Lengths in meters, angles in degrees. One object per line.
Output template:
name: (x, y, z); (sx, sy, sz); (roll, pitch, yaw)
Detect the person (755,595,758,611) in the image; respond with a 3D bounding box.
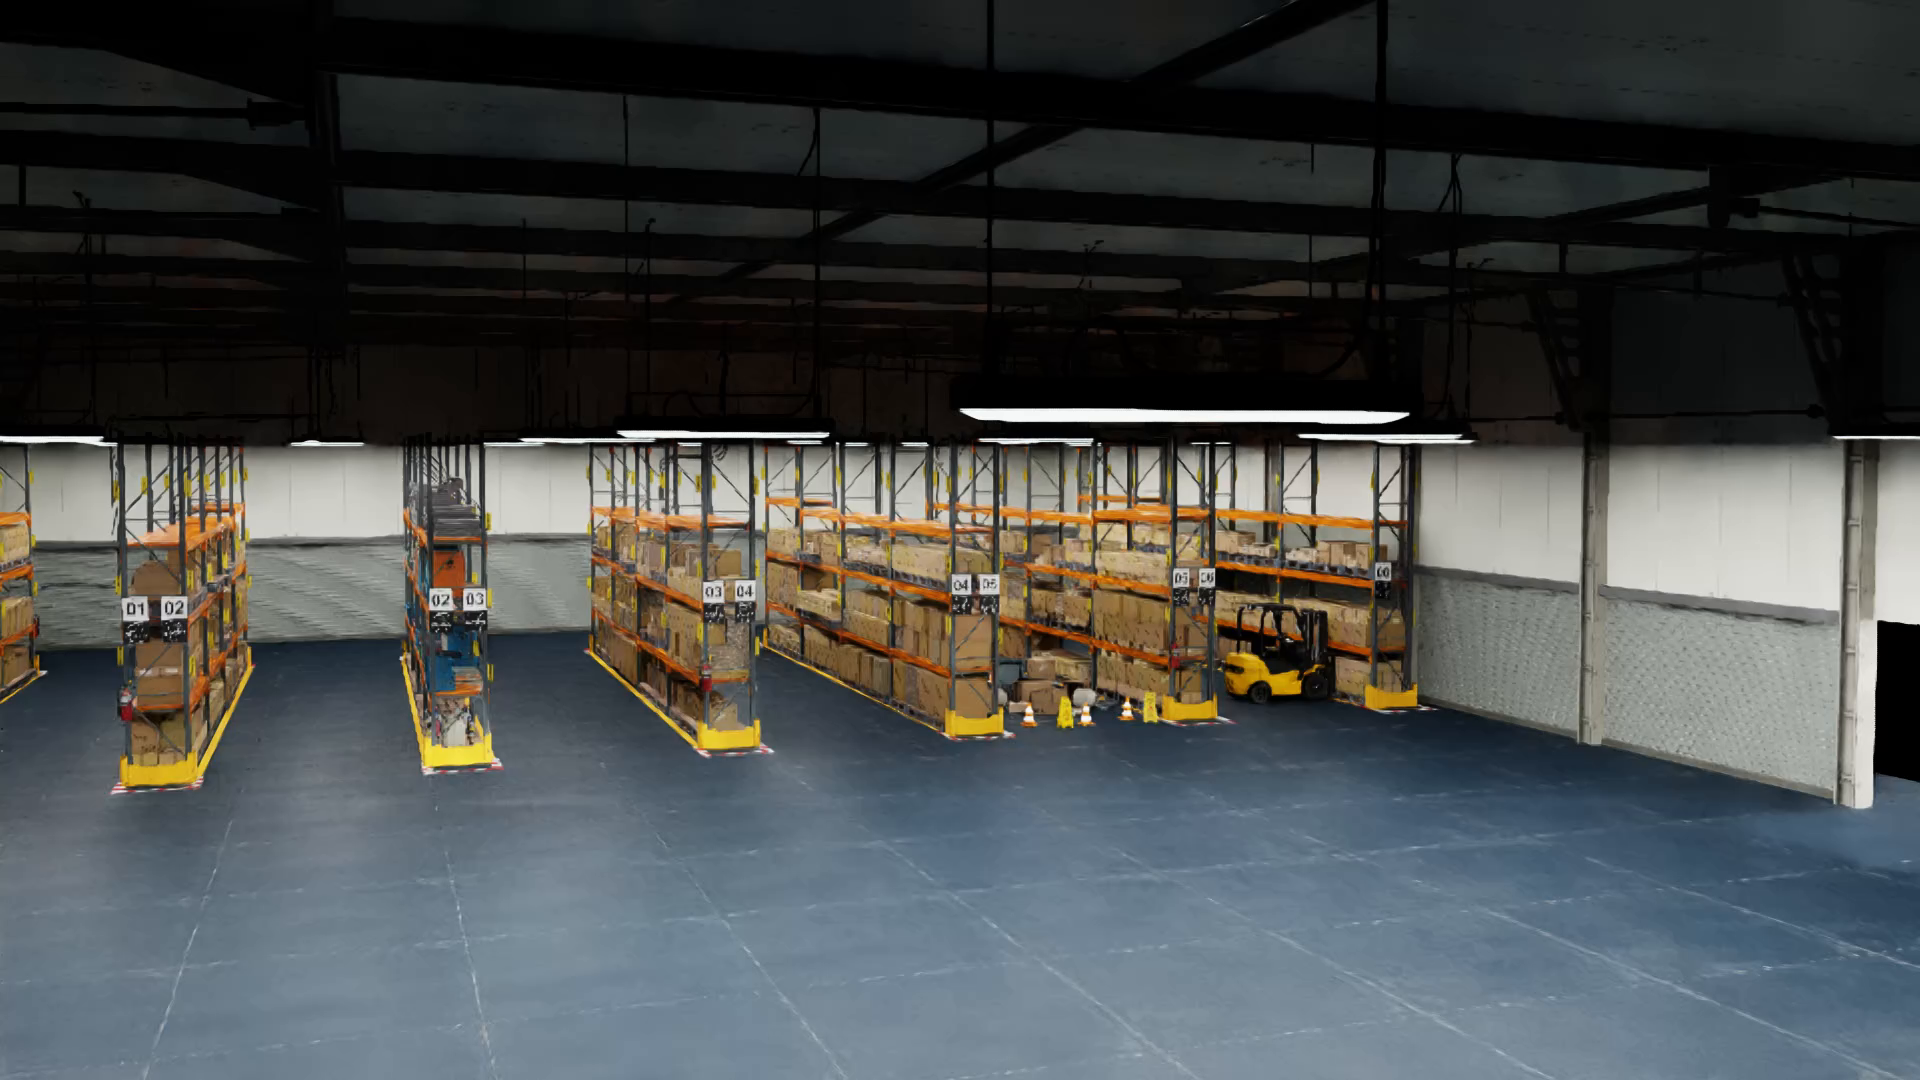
person: (-6.464, 2.082, 51.194); (0.607, 1.670, 0.470); (2, 4, 35)

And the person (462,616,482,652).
person: (-13.697, 2.311, 46.480); (0.687, 1.659, 0.820); (-2, 4, -38)
